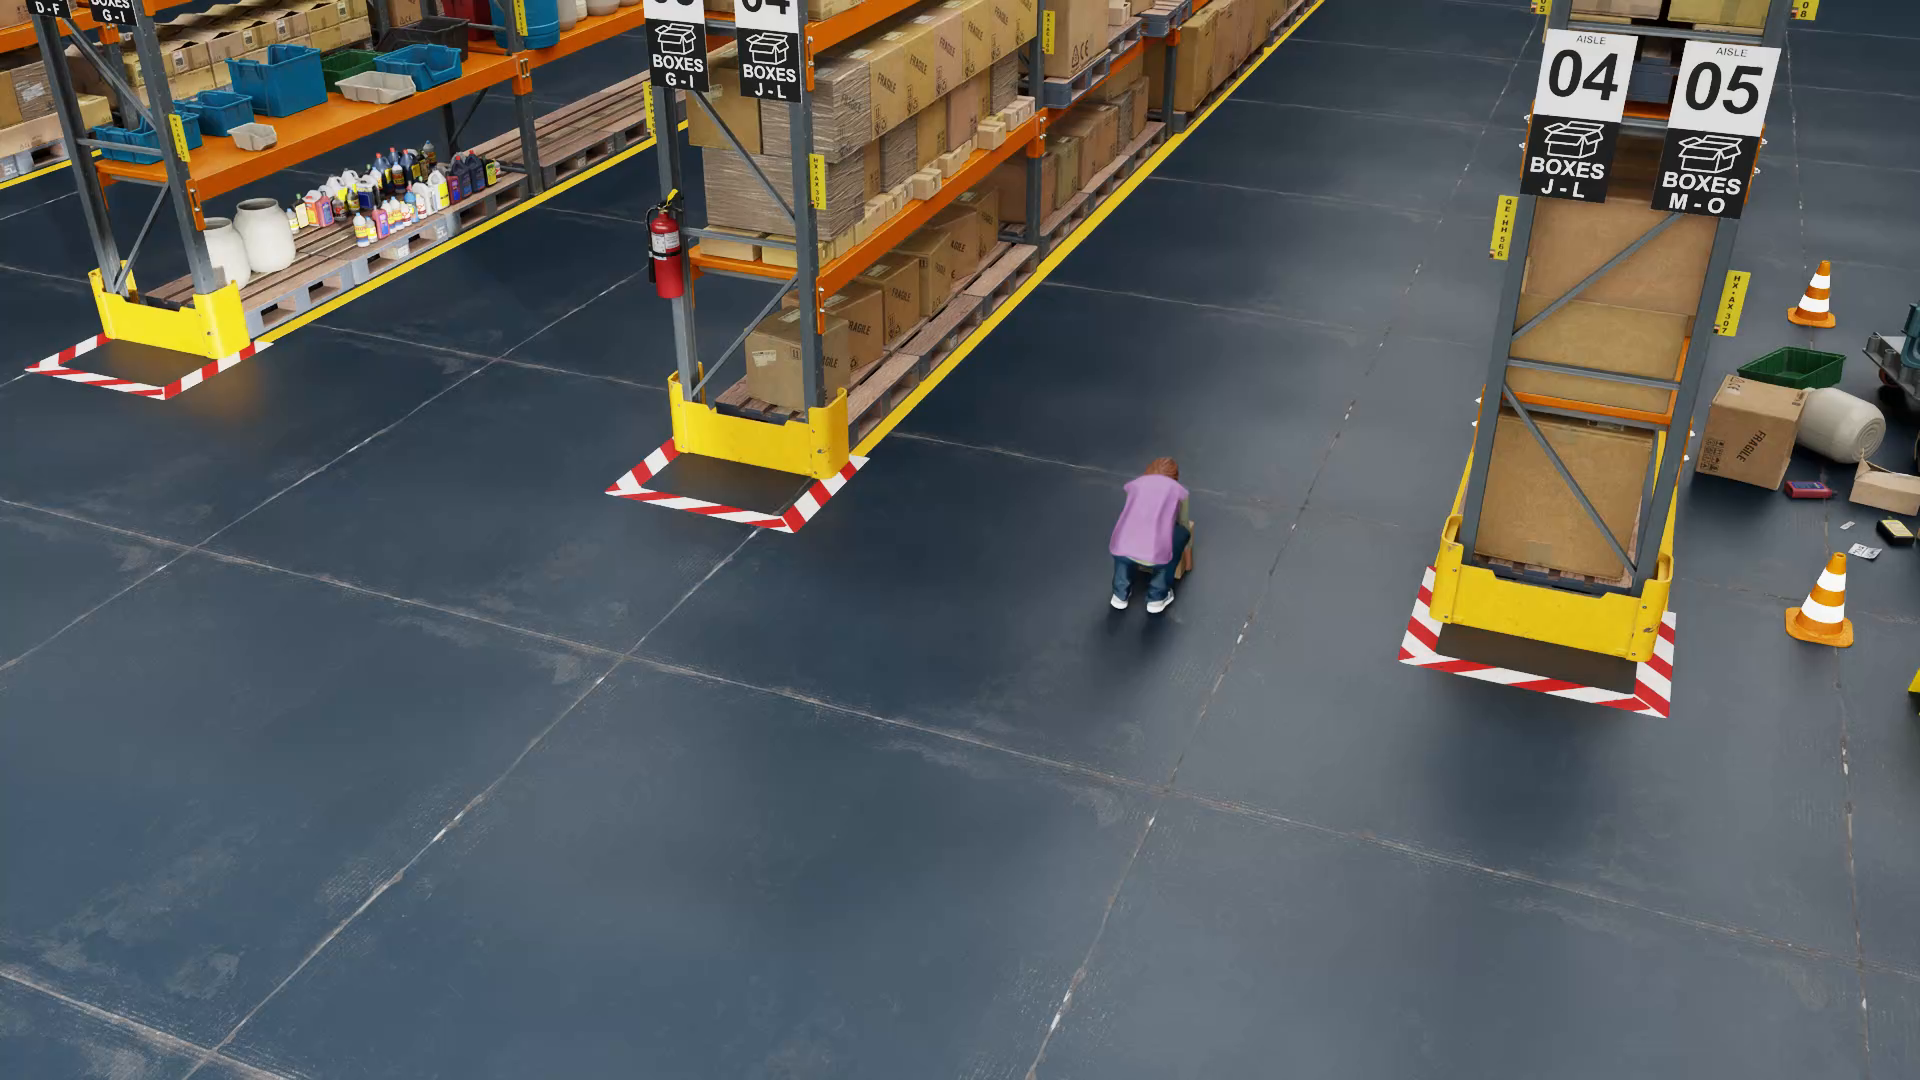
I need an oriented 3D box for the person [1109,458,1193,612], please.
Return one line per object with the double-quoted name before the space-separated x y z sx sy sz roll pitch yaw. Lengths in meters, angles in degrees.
"person" 1.071 0.002 9.326 0.419 0.701 0.858 11 32 18
